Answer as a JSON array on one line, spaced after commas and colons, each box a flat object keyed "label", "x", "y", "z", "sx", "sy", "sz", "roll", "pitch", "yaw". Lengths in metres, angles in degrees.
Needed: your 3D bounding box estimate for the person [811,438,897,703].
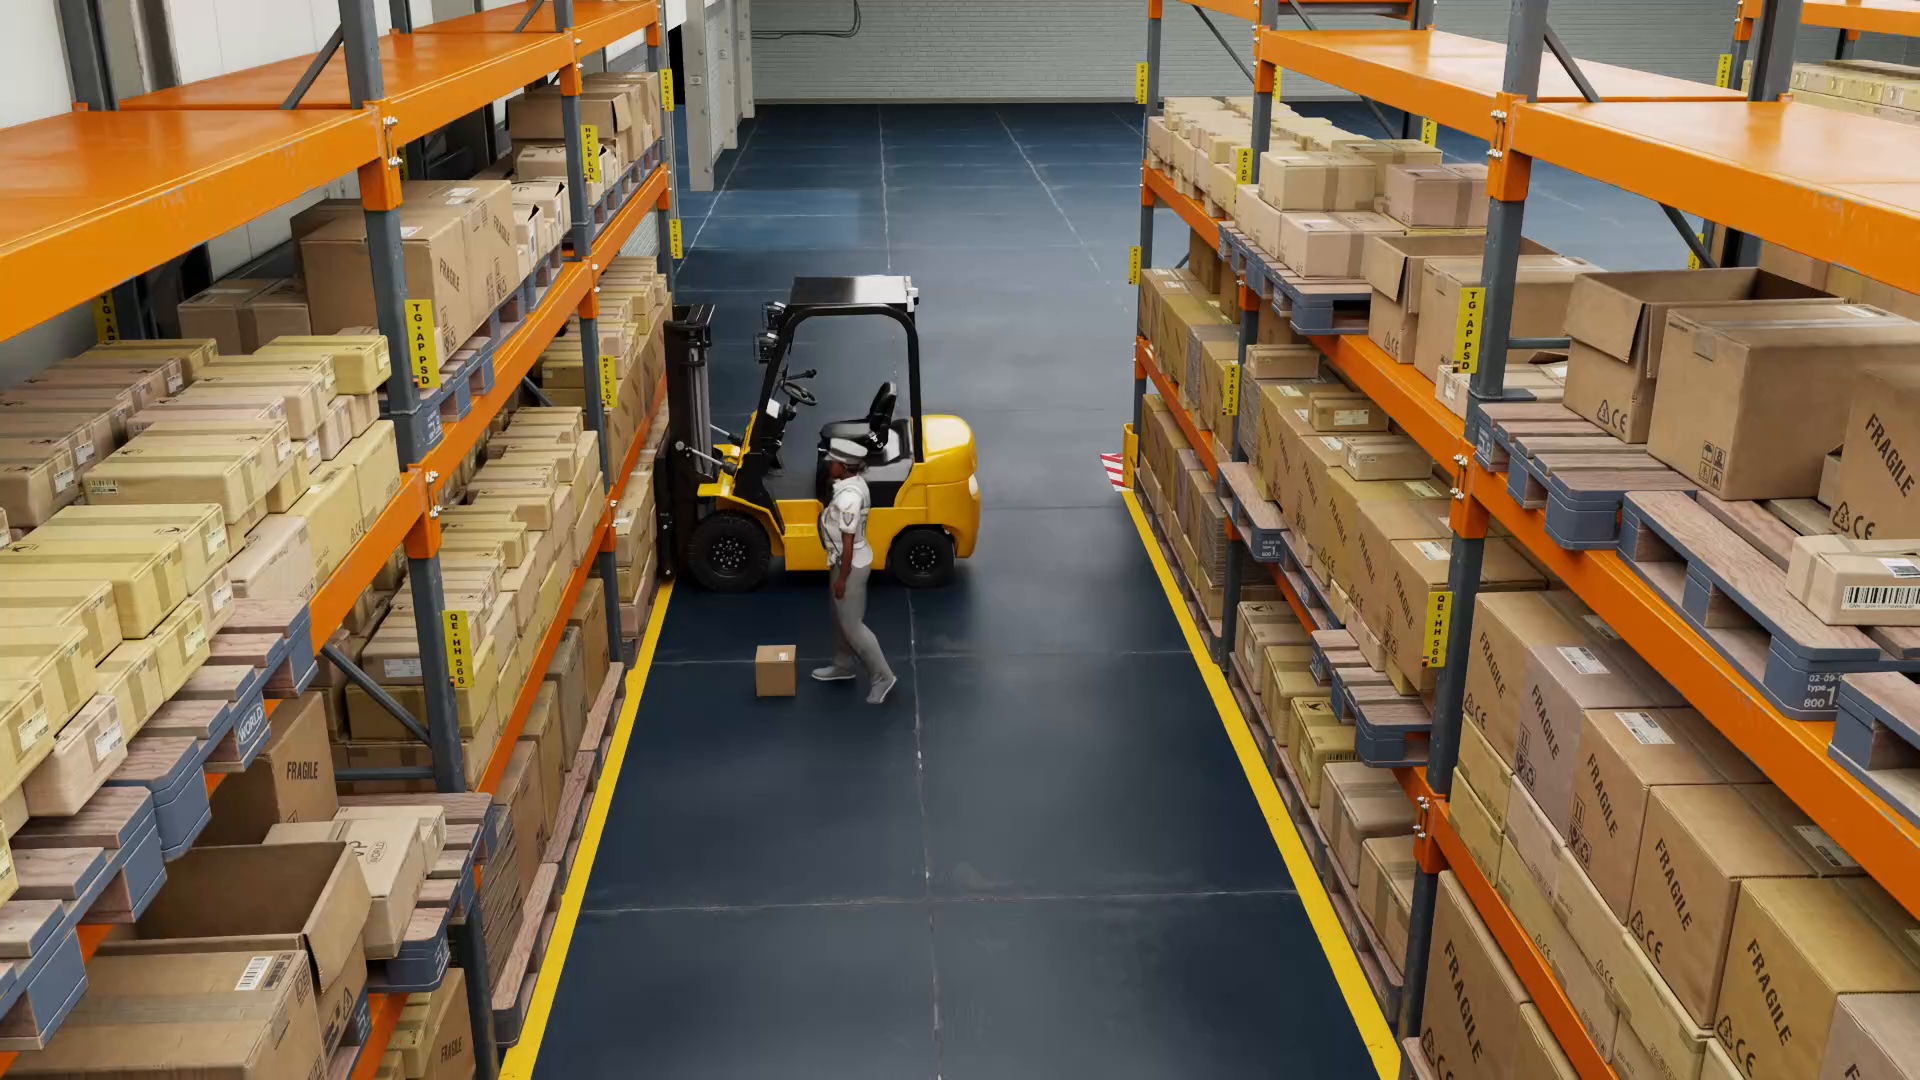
[{"label": "person", "x": -0.701, "y": 0.207, "z": 10.588, "sx": 0.554, "sy": 1.754, "sz": 0.486, "roll": -1, "pitch": 21, "yaw": -2}]
